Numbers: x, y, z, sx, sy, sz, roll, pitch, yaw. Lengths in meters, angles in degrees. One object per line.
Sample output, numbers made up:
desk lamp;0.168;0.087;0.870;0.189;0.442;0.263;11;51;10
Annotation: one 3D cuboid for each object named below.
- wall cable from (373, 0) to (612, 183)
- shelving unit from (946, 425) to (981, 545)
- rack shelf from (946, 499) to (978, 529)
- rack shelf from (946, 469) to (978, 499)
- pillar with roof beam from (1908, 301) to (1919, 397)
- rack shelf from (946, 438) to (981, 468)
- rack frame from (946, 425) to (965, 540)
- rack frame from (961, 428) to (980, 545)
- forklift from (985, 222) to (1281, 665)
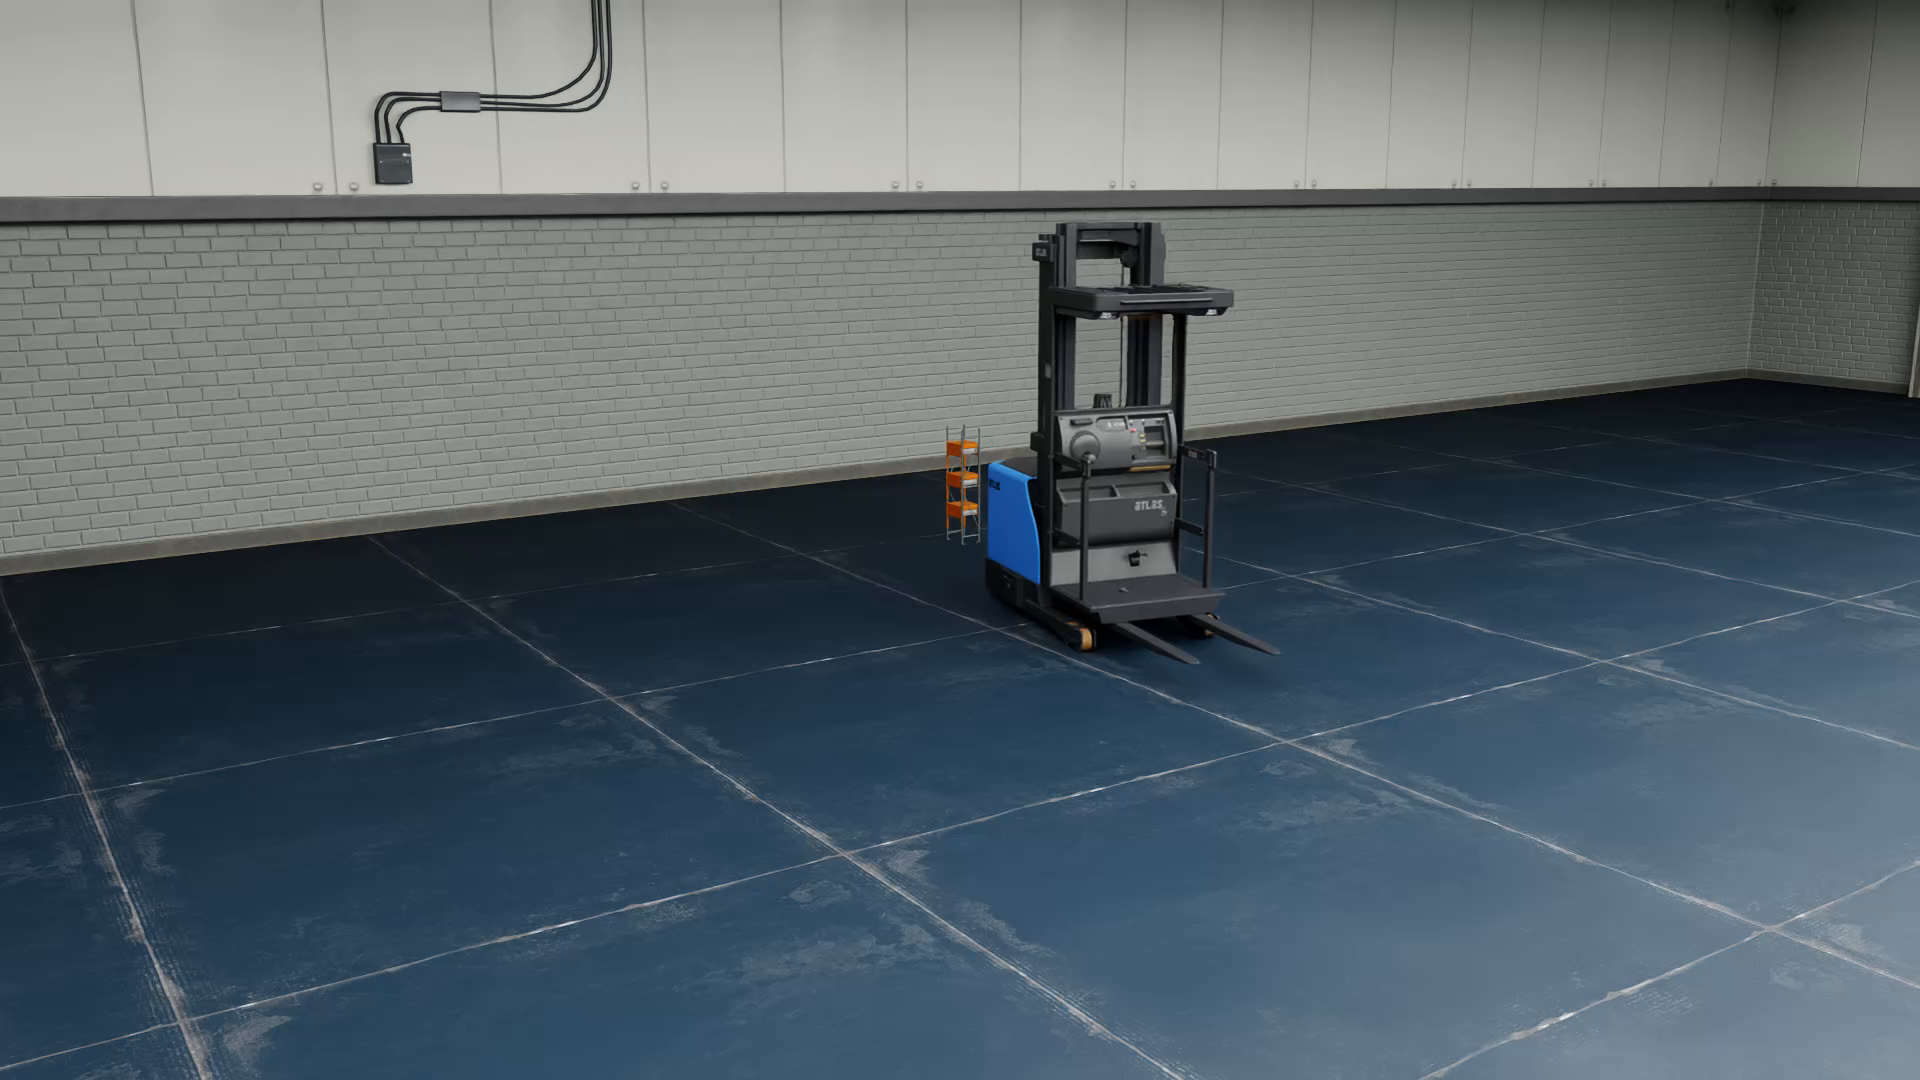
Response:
wall cable;-4.275;-6.277;14.929;2.305;6.003;0.169;-8;15;-33
shelving unit;0.030;-0.503;15.094;0.215;1.050;0.252;-8;15;-33
rack shelf;0.030;-0.222;15.156;0.215;0.259;0.240;-8;15;-33
rack shelf;0.030;-0.493;15.097;0.215;0.259;0.240;-8;15;-33
pillar with roof beam;10.984;-6.033;21.775;9.100;9.000;0.400;-8;15;-33
rack shelf;0.030;-0.770;15.036;0.215;0.259;0.240;-8;15;-33
rack frame;-0.038;-0.525;15.194;0.200;1.050;0.008;-8;15;-33
rack frame;0.097;-0.482;14.995;0.200;1.050;0.008;-8;15;-33
forklift;1.221;-0.751;11.823;1.130;2.935;3.031;-5;13;-21
